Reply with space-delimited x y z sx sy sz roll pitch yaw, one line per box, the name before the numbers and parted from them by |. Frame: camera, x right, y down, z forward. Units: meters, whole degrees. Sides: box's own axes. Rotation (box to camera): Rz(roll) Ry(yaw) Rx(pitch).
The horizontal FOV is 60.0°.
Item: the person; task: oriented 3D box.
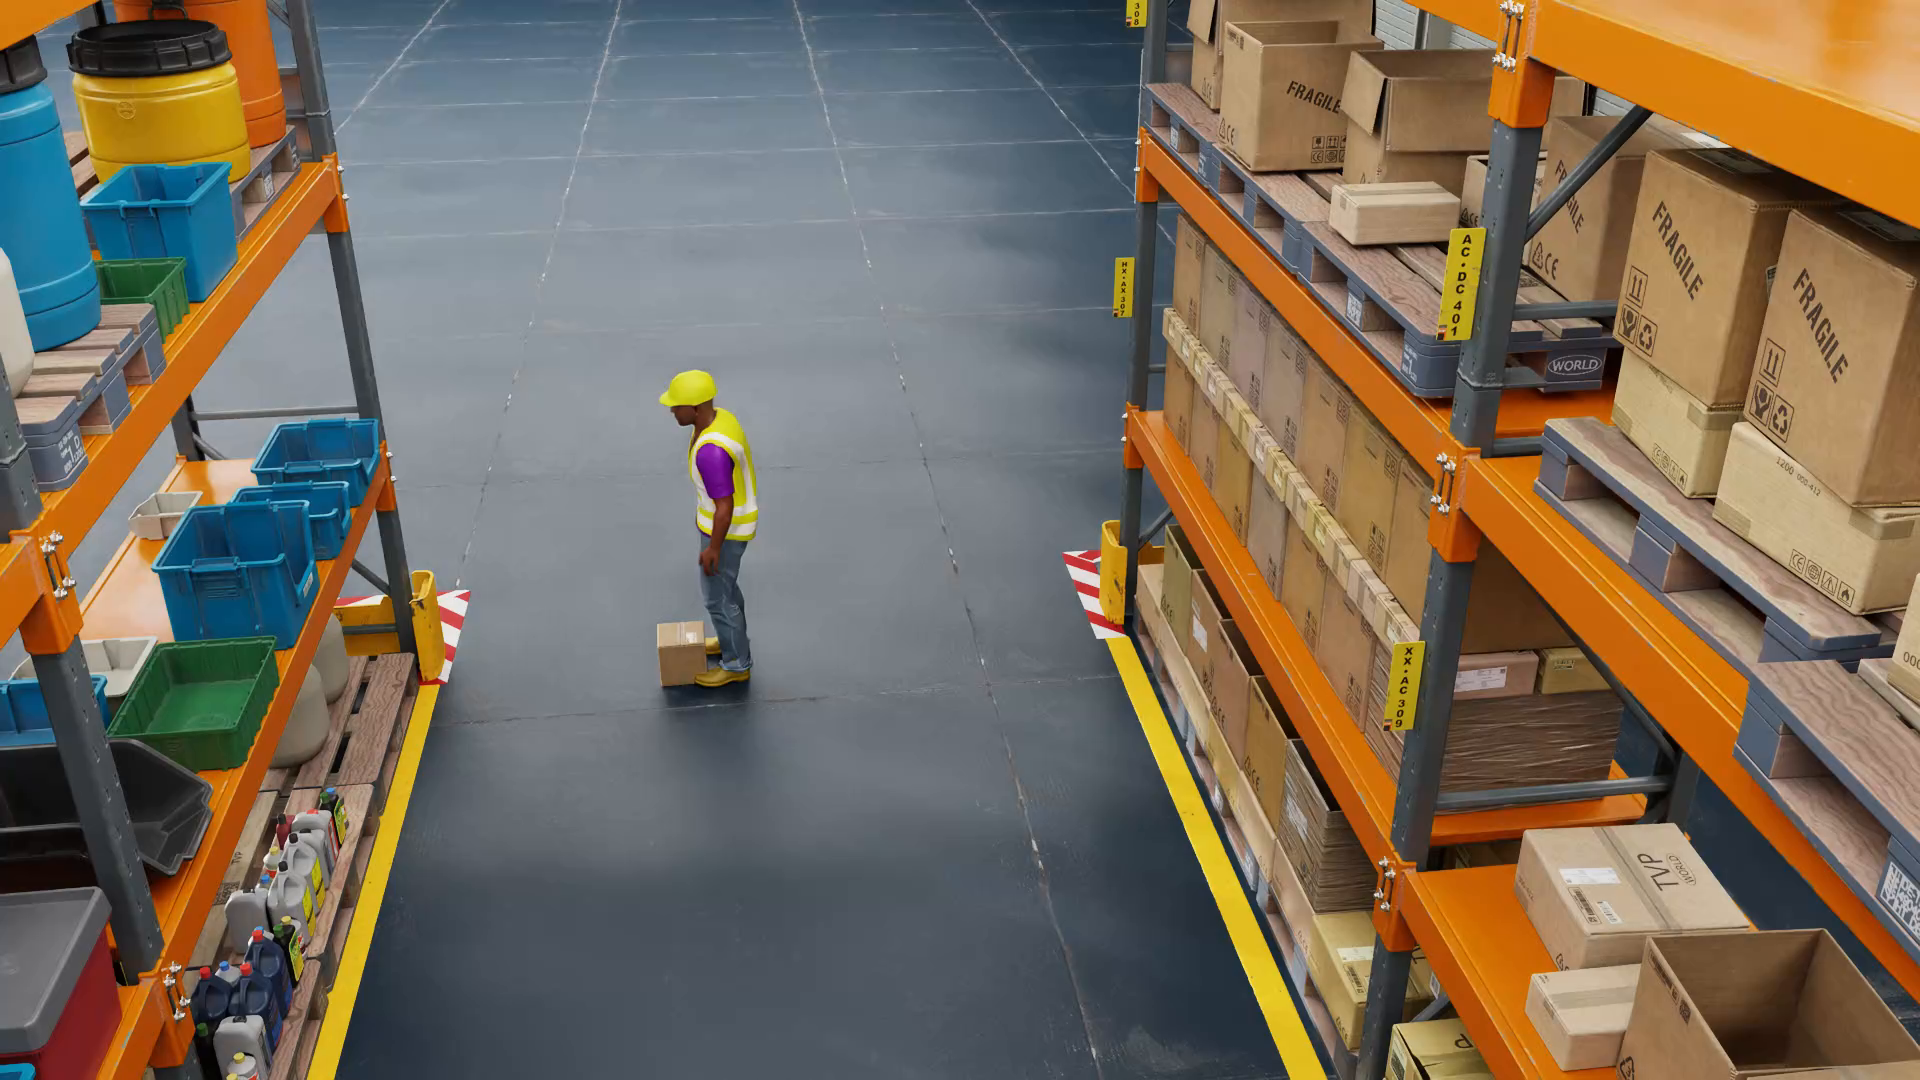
person | -1.287 -0.076 8.746 0.458 1.761 0.626 -4 27 -7
